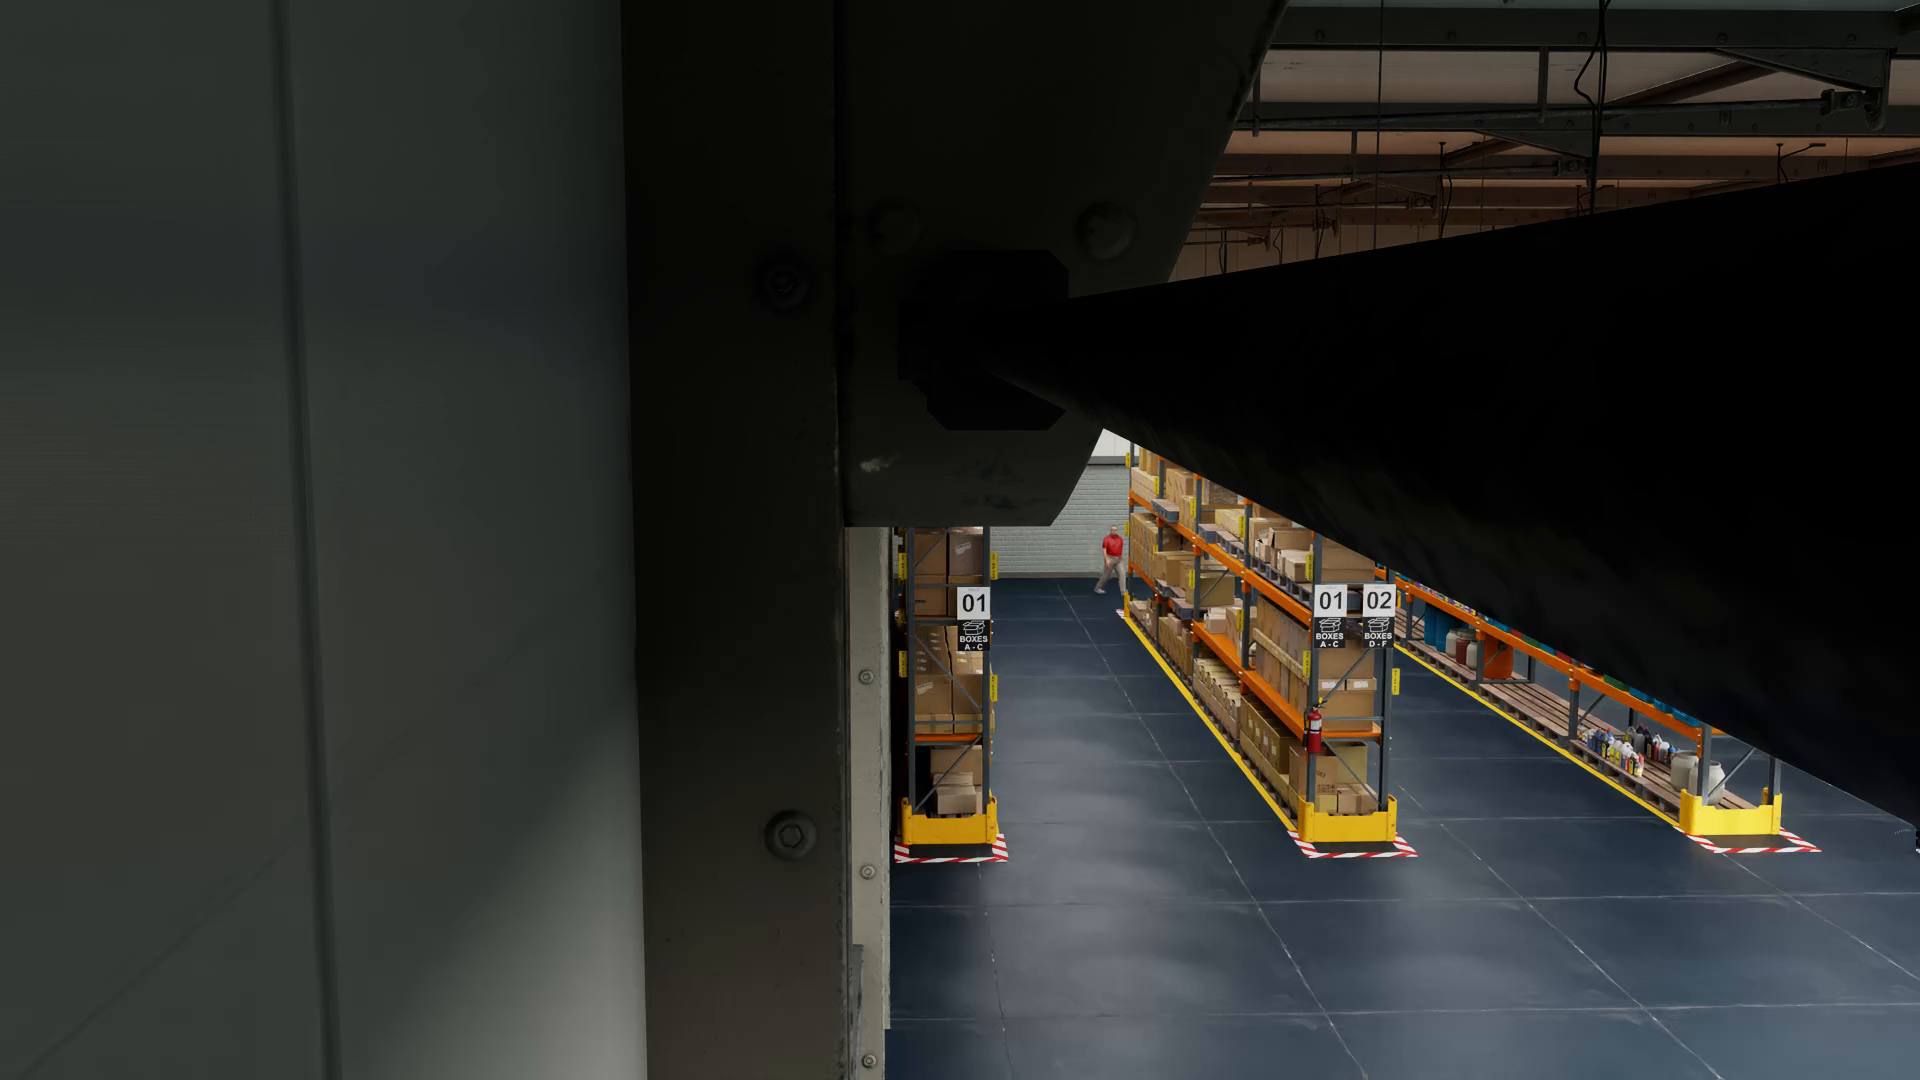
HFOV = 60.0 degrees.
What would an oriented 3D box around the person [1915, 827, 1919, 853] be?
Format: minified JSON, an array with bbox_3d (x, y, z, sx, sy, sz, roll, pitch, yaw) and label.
[{"bbox_3d":[11.640,2.986,19.920,0.419,1.605,0.335,4,8,30],"label":"person"}]

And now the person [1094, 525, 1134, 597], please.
[{"bbox_3d":[3.640,0.493,39.100,0.679,1.680,1.029,-6,10,-40],"label":"person"}]
